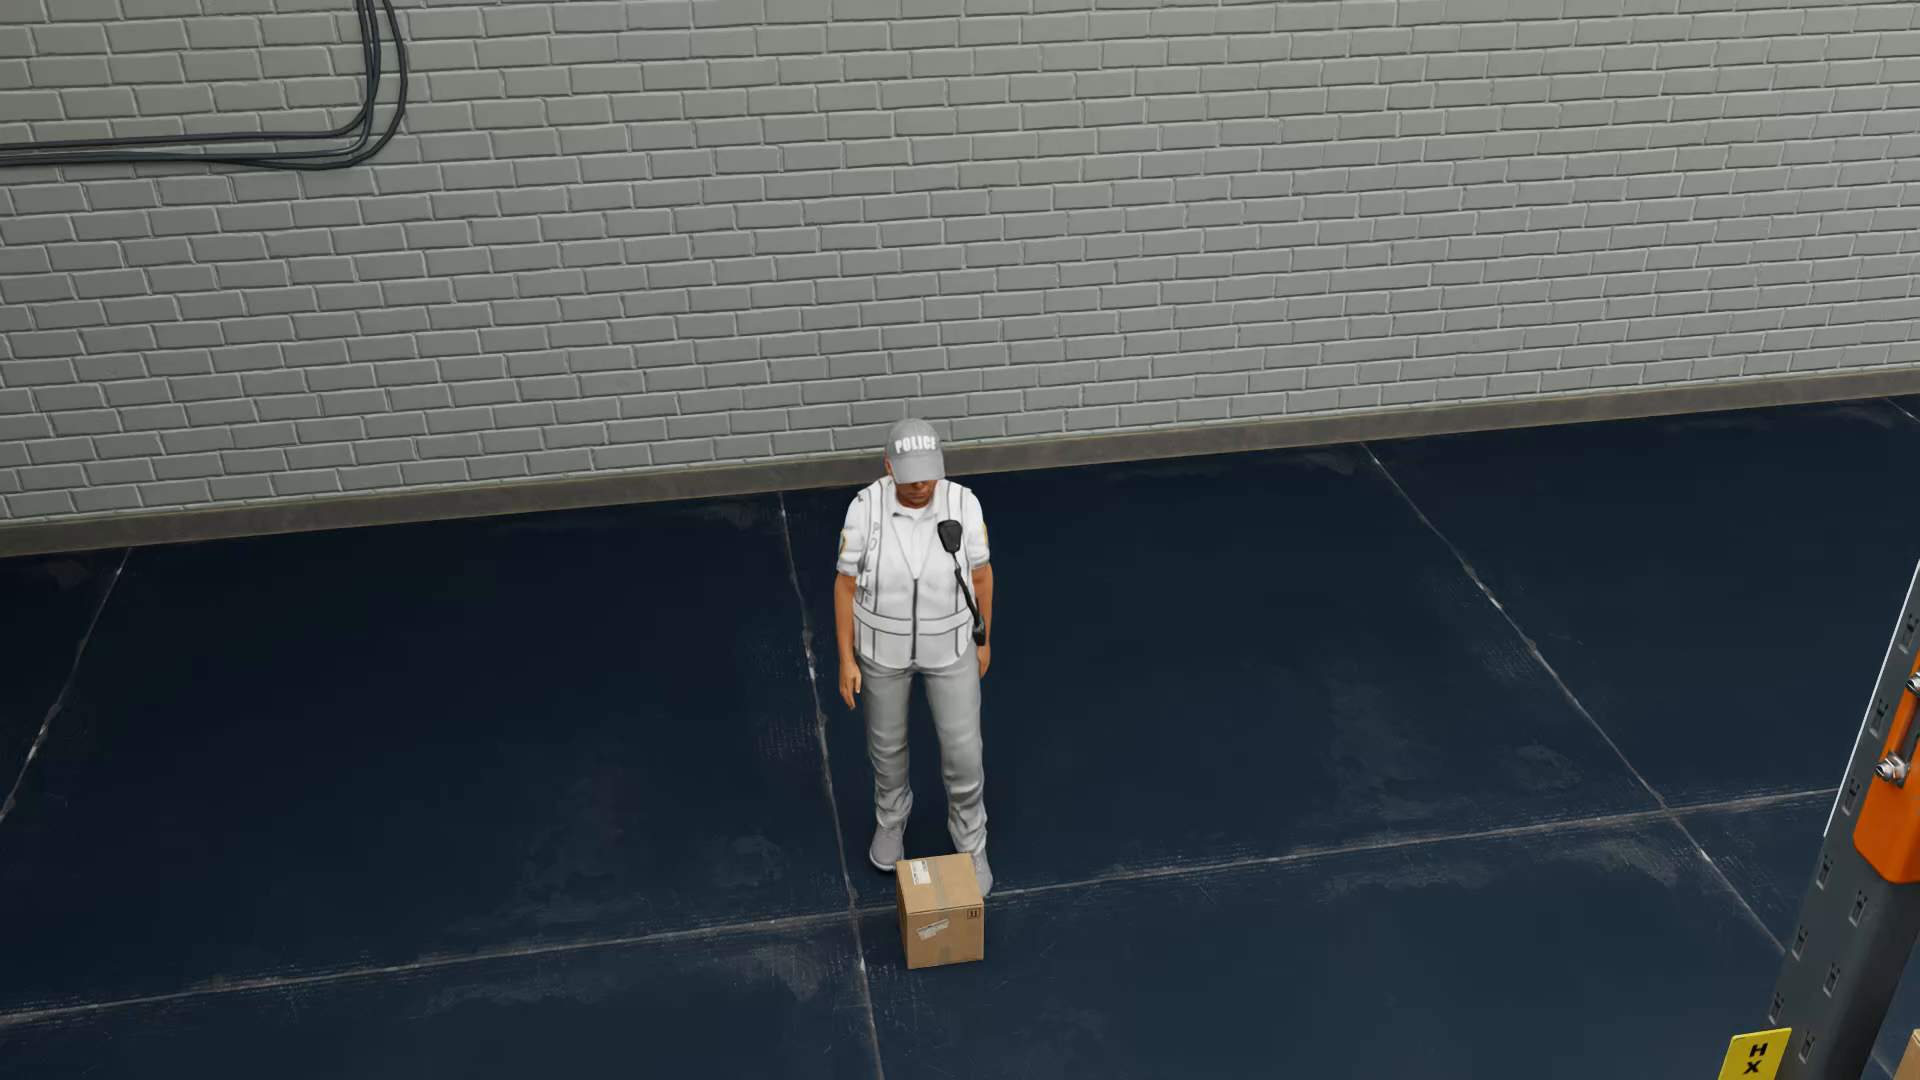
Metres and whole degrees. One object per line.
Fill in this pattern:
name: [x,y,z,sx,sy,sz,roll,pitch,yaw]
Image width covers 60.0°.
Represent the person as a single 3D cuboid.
person: [-0.146,0.401,5.464,0.521,1.705,0.497,0,31,0]
